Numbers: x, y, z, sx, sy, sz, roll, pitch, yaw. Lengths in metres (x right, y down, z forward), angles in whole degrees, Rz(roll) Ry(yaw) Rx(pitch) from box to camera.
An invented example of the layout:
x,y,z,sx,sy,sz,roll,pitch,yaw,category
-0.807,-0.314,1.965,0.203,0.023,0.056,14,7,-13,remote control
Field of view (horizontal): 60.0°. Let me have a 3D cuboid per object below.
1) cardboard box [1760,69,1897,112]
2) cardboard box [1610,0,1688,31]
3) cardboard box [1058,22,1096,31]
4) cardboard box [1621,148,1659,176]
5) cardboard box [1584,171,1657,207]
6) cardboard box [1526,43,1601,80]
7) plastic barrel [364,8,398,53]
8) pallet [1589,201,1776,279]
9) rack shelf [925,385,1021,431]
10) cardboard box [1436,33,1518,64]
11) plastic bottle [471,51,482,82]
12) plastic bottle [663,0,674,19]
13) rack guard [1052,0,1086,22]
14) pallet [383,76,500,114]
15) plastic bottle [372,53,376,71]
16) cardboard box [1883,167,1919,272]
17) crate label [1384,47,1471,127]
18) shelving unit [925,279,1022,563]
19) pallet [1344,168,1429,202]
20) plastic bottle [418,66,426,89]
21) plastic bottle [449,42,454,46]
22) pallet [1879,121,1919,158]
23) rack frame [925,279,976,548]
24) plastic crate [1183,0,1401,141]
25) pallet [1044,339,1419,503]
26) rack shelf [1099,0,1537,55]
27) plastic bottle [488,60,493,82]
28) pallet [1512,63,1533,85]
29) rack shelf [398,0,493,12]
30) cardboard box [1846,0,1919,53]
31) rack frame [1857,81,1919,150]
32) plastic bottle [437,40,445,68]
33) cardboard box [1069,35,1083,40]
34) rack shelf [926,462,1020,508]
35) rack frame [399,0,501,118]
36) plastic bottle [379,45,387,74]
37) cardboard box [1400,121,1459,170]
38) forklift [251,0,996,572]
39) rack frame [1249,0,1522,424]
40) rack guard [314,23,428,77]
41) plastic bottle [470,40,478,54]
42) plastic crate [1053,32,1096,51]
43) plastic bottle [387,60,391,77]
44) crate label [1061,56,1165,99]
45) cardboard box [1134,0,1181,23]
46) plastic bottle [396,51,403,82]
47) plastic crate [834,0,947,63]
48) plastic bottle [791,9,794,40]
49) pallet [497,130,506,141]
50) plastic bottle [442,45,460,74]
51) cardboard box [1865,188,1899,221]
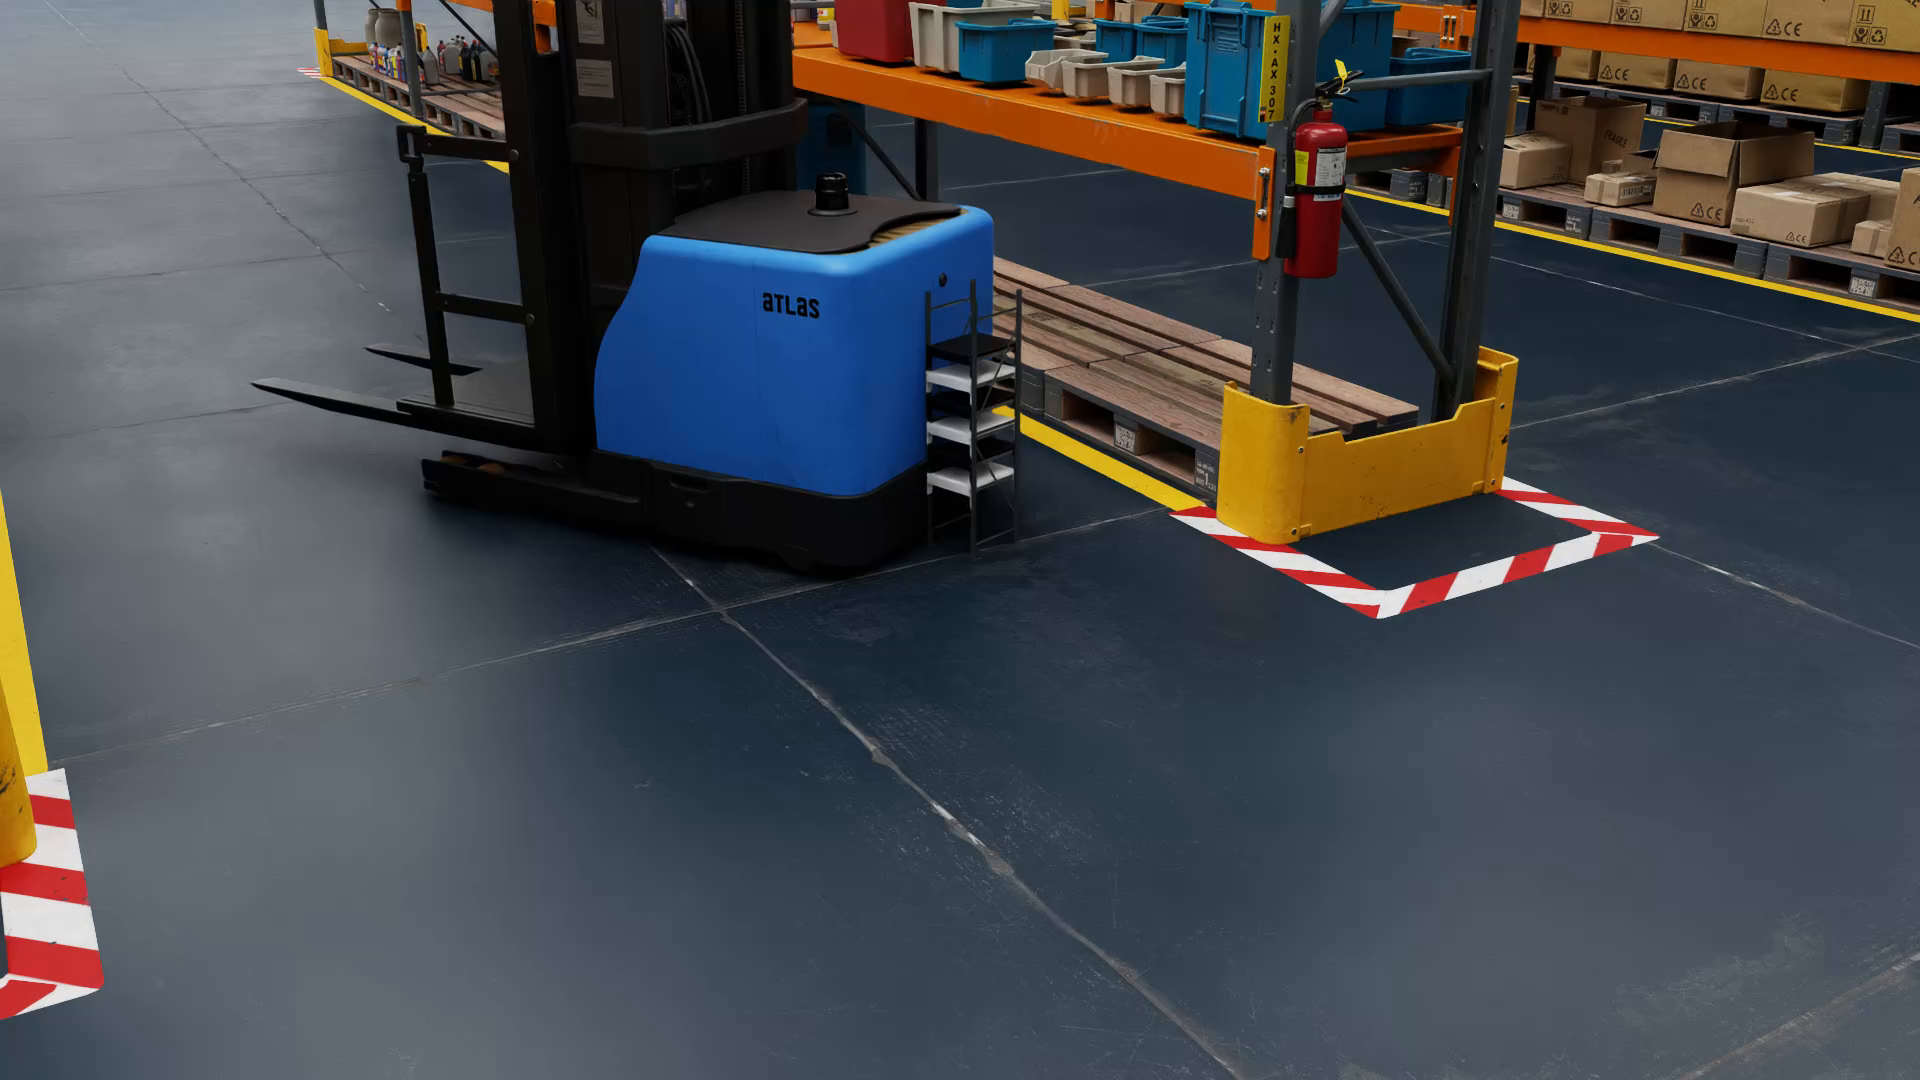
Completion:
x,y,z,sx,sy,sz,roll,pitch,yaw,category
7.497,-4.120,14.263,0.750,0.750,0.750,-12,25,-28,cardboard box
4.228,-3.284,9.774,0.500,0.500,0.500,-13,25,-29,cardboard box
1.092,-4.818,16.030,0.500,0.311,0.500,-13,26,-30,cardboard box
4.602,-2.368,10.640,0.500,0.311,0.500,-13,25,-28,cardboard box
4.163,-2.218,10.463,0.380,0.166,0.250,-13,25,-28,cardboard box
6.160,-4.967,16.344,0.750,0.750,0.750,-13,25,-29,cardboard box
-6.304,-5.559,18.251,0.421,0.512,0.421,0,22,0,plastic barrel
4.661,-1.873,10.139,1.003,0.211,1.213,-13,25,-28,pallet
0.045,-0.451,5.575,0.200,0.077,0.258,19,29,39,rack shelf
5.485,-5.300,17.603,0.700,0.500,0.500,-12,25,-27,cardboard box
-4.729,-4.632,16.247,0.061,0.283,0.133,-13,25,-28,plastic bottle
-1.687,-3.239,9.961,0.152,0.276,0.135,-13,25,-28,plastic bottle
1.850,-7.438,23.448,1.175,0.500,0.348,-13,25,-28,rack guard
-4.970,-4.354,16.243,1.003,0.211,1.213,-13,25,-28,pallet
-5.995,-4.942,17.120,0.097,0.201,0.097,0,22,0,plastic bottle
5.238,-1.662,8.652,0.500,0.500,0.500,-13,25,-28,cardboard box
1.624,-1.629,5.979,0.416,0.233,0.303,-13,25,-28,crate label
0.045,-0.398,5.597,0.210,0.900,0.258,19,29,39,shelving unit
3.236,-2.747,12.289,1.003,0.211,1.213,-13,25,-28,pallet
-5.116,-4.385,15.749,0.097,0.201,0.097,0,22,0,plastic bottle
-5.215,-5.015,17.200,0.152,0.276,0.135,-13,26,-30,plastic bottle
8.262,-3.183,13.363,1.003,0.211,1.213,-13,25,-28,pallet
-0.030,-0.424,5.660,0.006,0.900,0.240,19,29,39,rack frame
1.135,-1.653,5.767,0.616,0.435,0.499,-13,25,-28,plastic crate
1.079,-0.519,6.807,1.003,0.211,1.213,-13,25,-28,pallet
2.662,-4.097,12.862,1.077,0.370,4.000,-13,25,-28,rack shelf
-4.553,-4.581,16.231,0.097,0.201,0.097,0,22,0,plastic bottle
5.500,-4.993,17.814,1.003,0.211,1.213,-13,25,-28,pallet
-3.641,-4.440,13.706,1.077,0.370,4.000,-13,25,-28,rack shelf
4.996,-2.794,8.568,0.500,0.500,0.500,-12,25,-28,cardboard box
7.941,-4.736,13.481,1.000,3.000,0.127,-13,25,-28,rack frame
-5.377,-5.043,17.258,0.061,0.283,0.133,-13,25,-28,plastic bottle
1.161,-4.380,14.953,0.500,0.311,0.500,-12,25,-27,cardboard box
0.045,-0.201,5.677,0.200,0.077,0.258,19,29,39,rack shelf
-4.663,-5.421,15.164,1.000,3.000,0.127,-13,25,-28,rack frame
-5.822,-4.865,16.836,0.097,0.271,0.097,0,22,0,plastic bottle
3.186,-2.933,11.779,0.500,0.500,0.500,-13,25,-29,cardboard box
-1.411,-1.634,5.938,3.031,2.935,1.130,11,25,26,forklift
1.467,-1.536,5.607,1.000,3.000,0.127,-13,25,-28,rack frame
-6.627,-5.542,18.782,1.175,0.500,0.348,-13,25,-28,rack guard
-4.815,-4.799,16.569,0.144,0.351,0.185,-14,26,-30,plastic bottle
0.572,-2.231,7.586,0.293,0.136,0.466,-13,25,-28,plastic crate
-5.666,-4.734,16.607,0.097,0.201,0.097,0,22,0,plastic bottle
0.596,-1.853,6.657,0.396,0.136,0.243,-13,25,-28,crate label
2.710,-6.994,21.770,0.700,0.500,0.500,-14,26,-32,cardboard box
-5.457,-4.626,16.232,0.061,0.283,0.133,-11,24,-25,plastic bottle
-0.336,-2.551,7.939,0.402,0.464,0.583,-13,25,-28,plastic crate
-0.958,-2.834,9.065,0.097,0.201,0.097,0,22,0,plastic bottle
-2.982,-3.092,13.139,1.003,0.211,1.213,-13,25,-28,pallet
-5.146,-4.866,16.832,0.152,0.276,0.135,-13,25,-28,plastic bottle
5.438,-1.810,9.348,0.500,0.250,0.500,-13,25,-28,cardboard box
